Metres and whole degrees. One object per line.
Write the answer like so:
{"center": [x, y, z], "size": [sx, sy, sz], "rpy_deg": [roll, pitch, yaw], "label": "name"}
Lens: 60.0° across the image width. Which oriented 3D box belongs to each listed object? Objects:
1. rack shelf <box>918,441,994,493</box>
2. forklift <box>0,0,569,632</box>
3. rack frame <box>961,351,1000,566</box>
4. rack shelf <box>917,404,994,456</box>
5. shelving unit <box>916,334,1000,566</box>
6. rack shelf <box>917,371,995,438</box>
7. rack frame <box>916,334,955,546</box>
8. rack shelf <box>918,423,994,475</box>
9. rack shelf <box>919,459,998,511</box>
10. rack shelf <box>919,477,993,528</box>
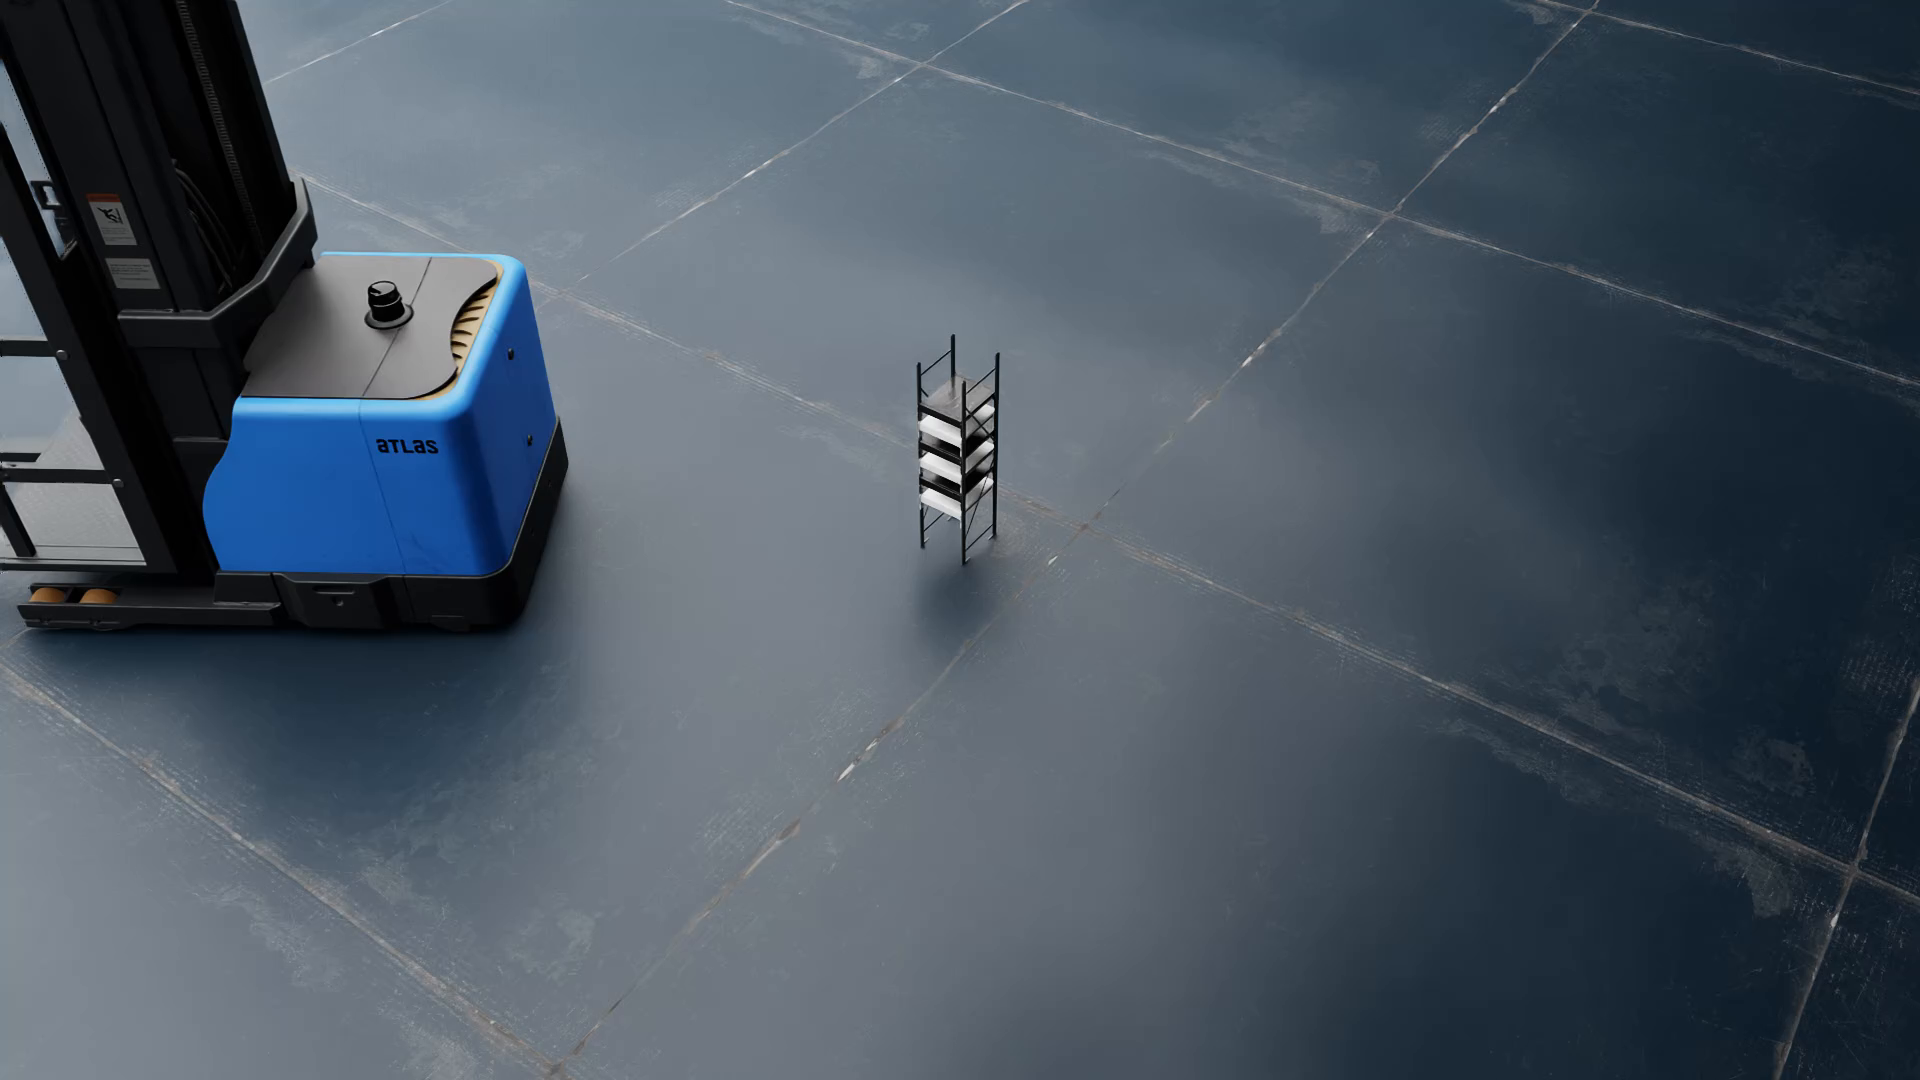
{"center": [-0.007, -0.314, 6.476], "size": [0.200, 0.077, 0.258], "rpy_deg": [25, 48, 25], "label": "rack shelf"}
{"center": [-3.172, -1.096, 5.777], "size": [3.031, 2.935, 1.130], "rpy_deg": [1, 42, 1], "label": "forklift"}
{"center": [0.077, -0.300, 6.410], "size": [0.006, 0.900, 0.240], "rpy_deg": [25, 48, 25], "label": "rack frame"}
{"center": [-0.007, -0.448, 6.356], "size": [0.200, 0.077, 0.258], "rpy_deg": [25, 48, 25], "label": "rack shelf"}
{"center": [-0.007, -0.338, 6.453], "size": [0.210, 0.900, 0.258], "rpy_deg": [25, 48, 25], "label": "shelving unit"}
{"center": [-0.007, -0.515, 6.296], "size": [0.200, 0.077, 0.258], "rpy_deg": [25, 48, 25], "label": "rack shelf"}
{"center": [-0.090, -0.377, 6.497], "size": [0.006, 0.900, 0.240], "rpy_deg": [25, 48, 25], "label": "rack frame"}
{"center": [-0.007, -0.381, 6.416], "size": [0.200, 0.077, 0.258], "rpy_deg": [25, 48, 25], "label": "rack shelf"}
{"center": [-0.007, -0.247, 6.536], "size": [0.200, 0.077, 0.258], "rpy_deg": [25, 48, 25], "label": "rack shelf"}
{"center": [-0.007, -0.179, 6.596], "size": [0.200, 0.077, 0.258], "rpy_deg": [25, 48, 25], "label": "rack shelf"}
